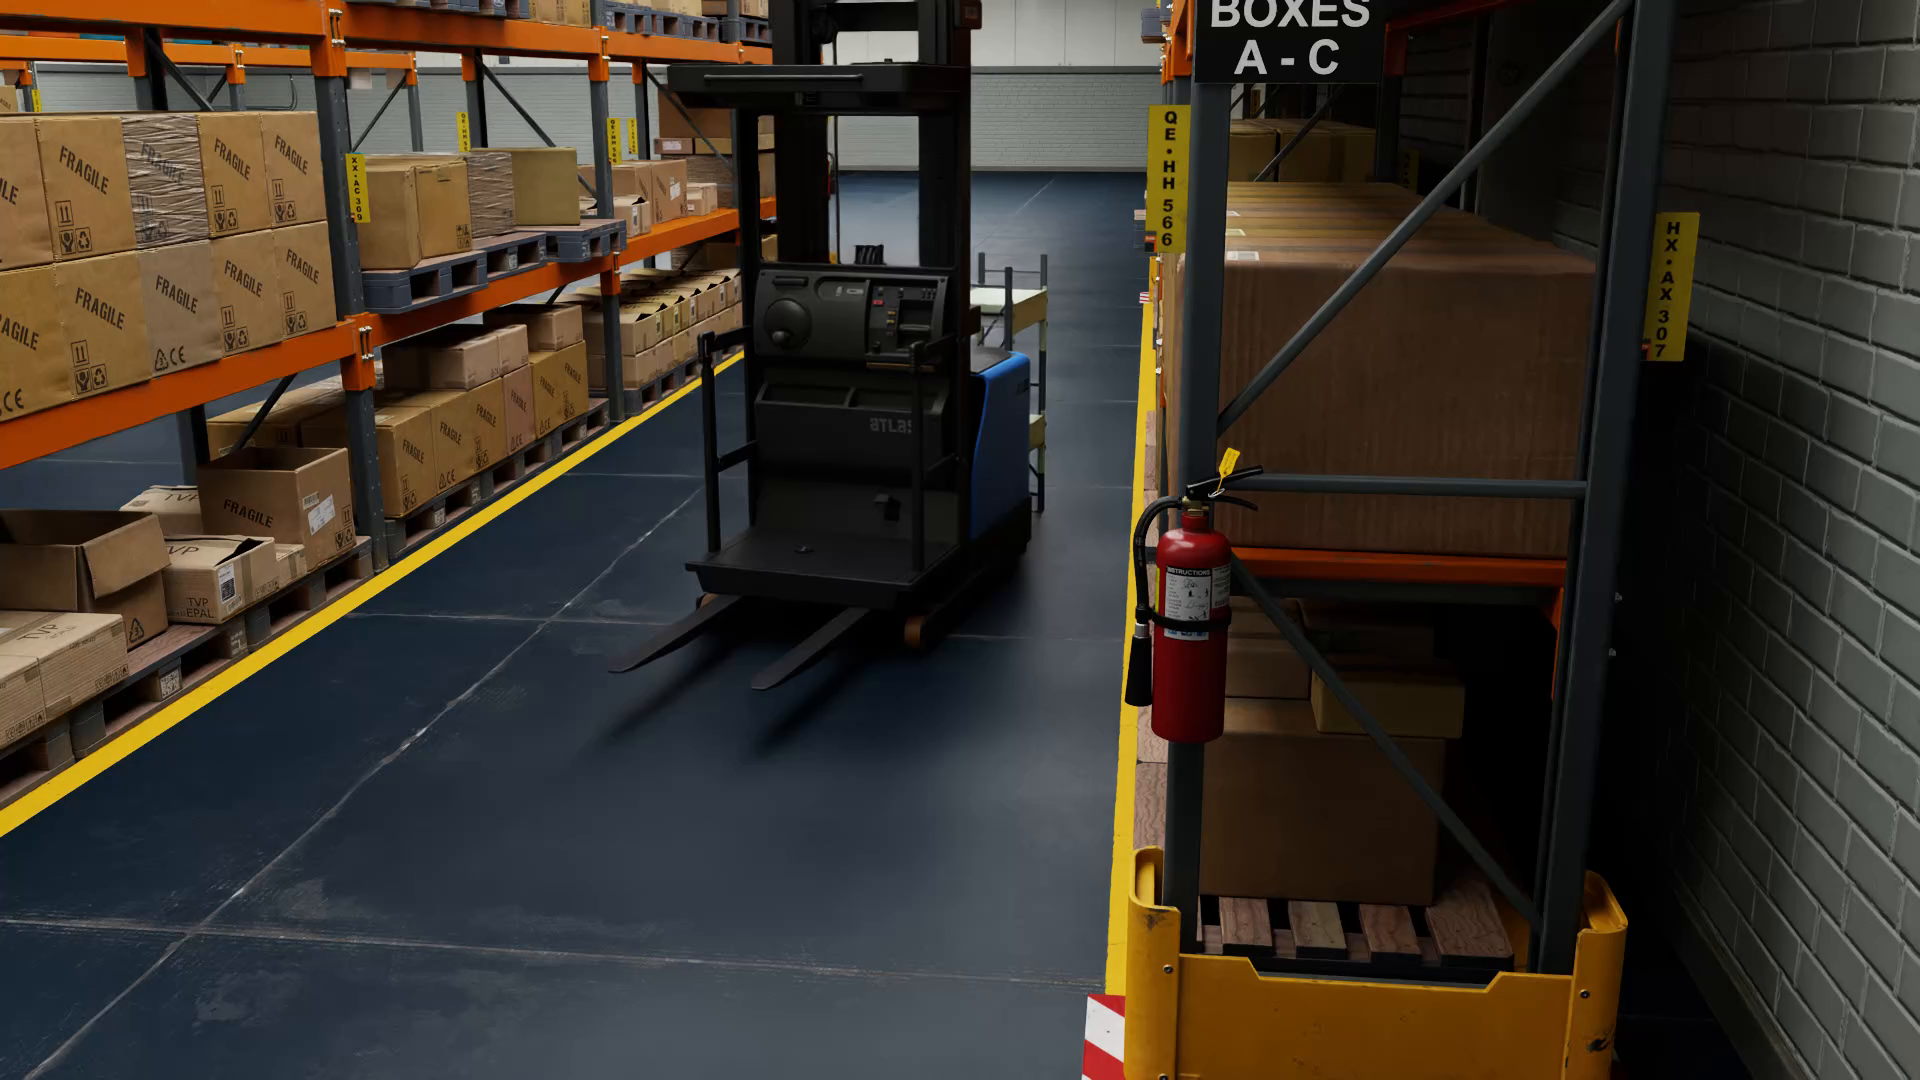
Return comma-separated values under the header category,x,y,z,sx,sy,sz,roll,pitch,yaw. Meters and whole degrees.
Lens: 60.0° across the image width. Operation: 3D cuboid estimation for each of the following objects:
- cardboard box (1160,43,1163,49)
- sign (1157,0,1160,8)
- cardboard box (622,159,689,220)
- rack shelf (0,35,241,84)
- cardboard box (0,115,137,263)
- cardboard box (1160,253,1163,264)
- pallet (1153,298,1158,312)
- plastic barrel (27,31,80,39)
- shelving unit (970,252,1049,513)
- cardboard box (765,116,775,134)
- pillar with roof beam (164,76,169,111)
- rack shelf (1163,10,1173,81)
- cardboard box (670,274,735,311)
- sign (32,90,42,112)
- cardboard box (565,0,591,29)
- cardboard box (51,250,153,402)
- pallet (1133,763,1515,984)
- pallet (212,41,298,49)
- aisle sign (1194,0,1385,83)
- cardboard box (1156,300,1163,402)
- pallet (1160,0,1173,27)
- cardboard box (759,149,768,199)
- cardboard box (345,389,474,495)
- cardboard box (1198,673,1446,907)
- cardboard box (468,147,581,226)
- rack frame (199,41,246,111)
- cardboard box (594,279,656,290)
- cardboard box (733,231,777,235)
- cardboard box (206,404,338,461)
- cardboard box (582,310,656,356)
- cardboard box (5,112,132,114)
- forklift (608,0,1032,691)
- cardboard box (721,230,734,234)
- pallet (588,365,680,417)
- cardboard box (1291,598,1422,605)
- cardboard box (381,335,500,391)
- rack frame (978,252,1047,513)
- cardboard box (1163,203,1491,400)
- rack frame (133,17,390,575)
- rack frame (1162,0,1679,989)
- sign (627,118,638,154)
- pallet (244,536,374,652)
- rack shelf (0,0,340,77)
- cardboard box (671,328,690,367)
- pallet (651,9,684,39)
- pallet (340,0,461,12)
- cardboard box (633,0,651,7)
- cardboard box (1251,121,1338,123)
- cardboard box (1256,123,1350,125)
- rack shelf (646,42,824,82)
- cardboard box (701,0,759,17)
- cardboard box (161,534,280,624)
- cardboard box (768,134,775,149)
category,x,y,z,sx,sy,sz,roll,pitch,yaw
cardboard box,2.377,-5.422,17.490,0.500,0.500,0.500,2,15,9
sign,1.823,-4.942,14.956,0.100,0.325,0.005,2,15,6
cardboard box,-2.722,-3.089,14.647,0.500,0.500,0.500,3,15,10
rack shelf,-7.707,-4.105,14.227,1.077,0.370,4.000,2,15,6
cardboard box,-3.433,-1.299,6.112,0.500,0.500,0.500,2,15,6
cardboard box,1.493,-1.872,10.780,0.380,0.149,0.250,2,15,8
pallet,2.538,-2.377,17.549,1.003,0.211,1.213,2,15,6
plastic barrel,-7.550,-4.517,13.550,0.600,0.830,0.708,2,15,6
shelving unit,0.190,-0.811,9.289,0.431,1.500,0.755,5,16,17
cardboard box,-2.346,-4.556,17.588,0.700,0.500,0.500,2,15,6
pillar with roof beam,-20.042,-15.539,49.389,9.100,9.000,0.400,2,15,6
rack shelf,1.686,-2.775,9.311,1.077,0.370,4.000,2,15,6
cardboard box,-2.373,-2.273,15.211,0.500,0.311,0.500,2,15,8
sign,-11.402,-5.396,20.547,0.100,0.325,0.005,2,15,6
cardboard box,-3.027,-3.720,11.236,0.910,0.500,0.500,2,15,6
cardboard box,-3.431,-0.813,6.229,0.500,0.500,0.500,2,15,7
pallet,1.021,1.018,4.993,1.003,0.211,1.213,2,15,6
pallet,-7.497,-5.069,16.779,1.213,0.211,1.003,2,15,6
aisle sign,0.702,-1.364,3.478,0.394,0.787,0.004,2,15,6
cardboard box,1.698,-1.171,11.062,0.750,0.750,0.750,1,15,6
pallet,1.891,-3.382,10.537,1.213,0.211,1.003,2,15,9
cardboard box,-2.403,-3.806,17.300,0.700,0.500,0.500,2,15,7
cardboard box,-3.117,-0.564,9.446,0.500,0.500,0.500,2,15,7
cardboard box,0.988,0.701,4.807,0.700,0.500,0.500,2,15,6
cardboard box,-2.970,-2.423,11.379,0.700,0.500,0.500,-3,16,-13
rack frame,-7.481,-3.523,16.443,1.000,3.000,0.127,2,15,6
cardboard box,-2.973,-2.158,14.785,0.500,0.311,0.500,1,15,4
cardboard box,-2.084,-2.984,17.476,0.500,0.500,0.500,2,15,6
cardboard box,-3.692,-0.443,9.000,0.500,0.500,0.500,2,15,6
cardboard box,-2.660,-1.612,12.764,0.500,0.311,0.500,2,15,8
cardboard box,-3.853,-1.584,7.167,0.500,0.500,0.500,1,15,5
forklift,-0.569,-1.041,7.396,1.130,2.935,3.031,5,16,18
cardboard box,-2.604,-2.999,17.533,0.500,0.500,0.500,2,15,6
pallet,-2.880,-1.205,13.212,1.003,0.211,1.213,2,15,6
cardboard box,1.258,0.230,5.307,0.380,0.149,0.250,2,15,7
cardboard box,-3.053,-1.046,9.794,0.500,0.250,0.500,2,15,6
rack frame,0.299,-0.902,9.626,0.400,1.500,0.023,5,16,17
cardboard box,1.222,-0.782,5.734,0.980,0.700,0.700,1,15,4
rack frame,-3.463,-1.301,8.226,1.000,3.000,0.127,2,15,6
rack frame,1.009,-0.118,3.854,1.000,3.000,0.127,2,15,6
sign,-3.112,-3.848,15.835,0.100,0.325,0.005,2,15,6
pallet,-3.541,0.223,7.932,1.003,0.211,1.213,2,15,6
rack shelf,-3.688,-1.883,6.010,1.077,0.370,4.000,2,15,6
cardboard box,-2.552,-1.606,13.819,0.500,0.250,0.500,1,15,5
pallet,-2.900,-4.164,13.430,1.003,0.211,1.213,2,15,9
pallet,-3.319,-2.825,8.477,1.213,0.211,1.003,2,15,6
cardboard box,-2.836,-4.460,13.646,0.500,0.250,0.500,0,15,2
cardboard box,1.995,-2.364,9.923,0.500,0.250,0.500,1,15,5
cardboard box,1.938,-2.232,9.435,0.500,0.250,0.500,1,15,5
rack shelf,-2.334,-4.995,17.520,1.077,0.370,4.000,2,15,6
cardboard box,-2.241,-5.265,15.876,0.500,0.500,0.500,3,15,11
cardboard box,-3.330,0.135,7.223,0.500,0.311,0.500,2,15,6
cardboard box,-2.166,-4.203,17.525,0.380,0.149,0.250,2,15,6
